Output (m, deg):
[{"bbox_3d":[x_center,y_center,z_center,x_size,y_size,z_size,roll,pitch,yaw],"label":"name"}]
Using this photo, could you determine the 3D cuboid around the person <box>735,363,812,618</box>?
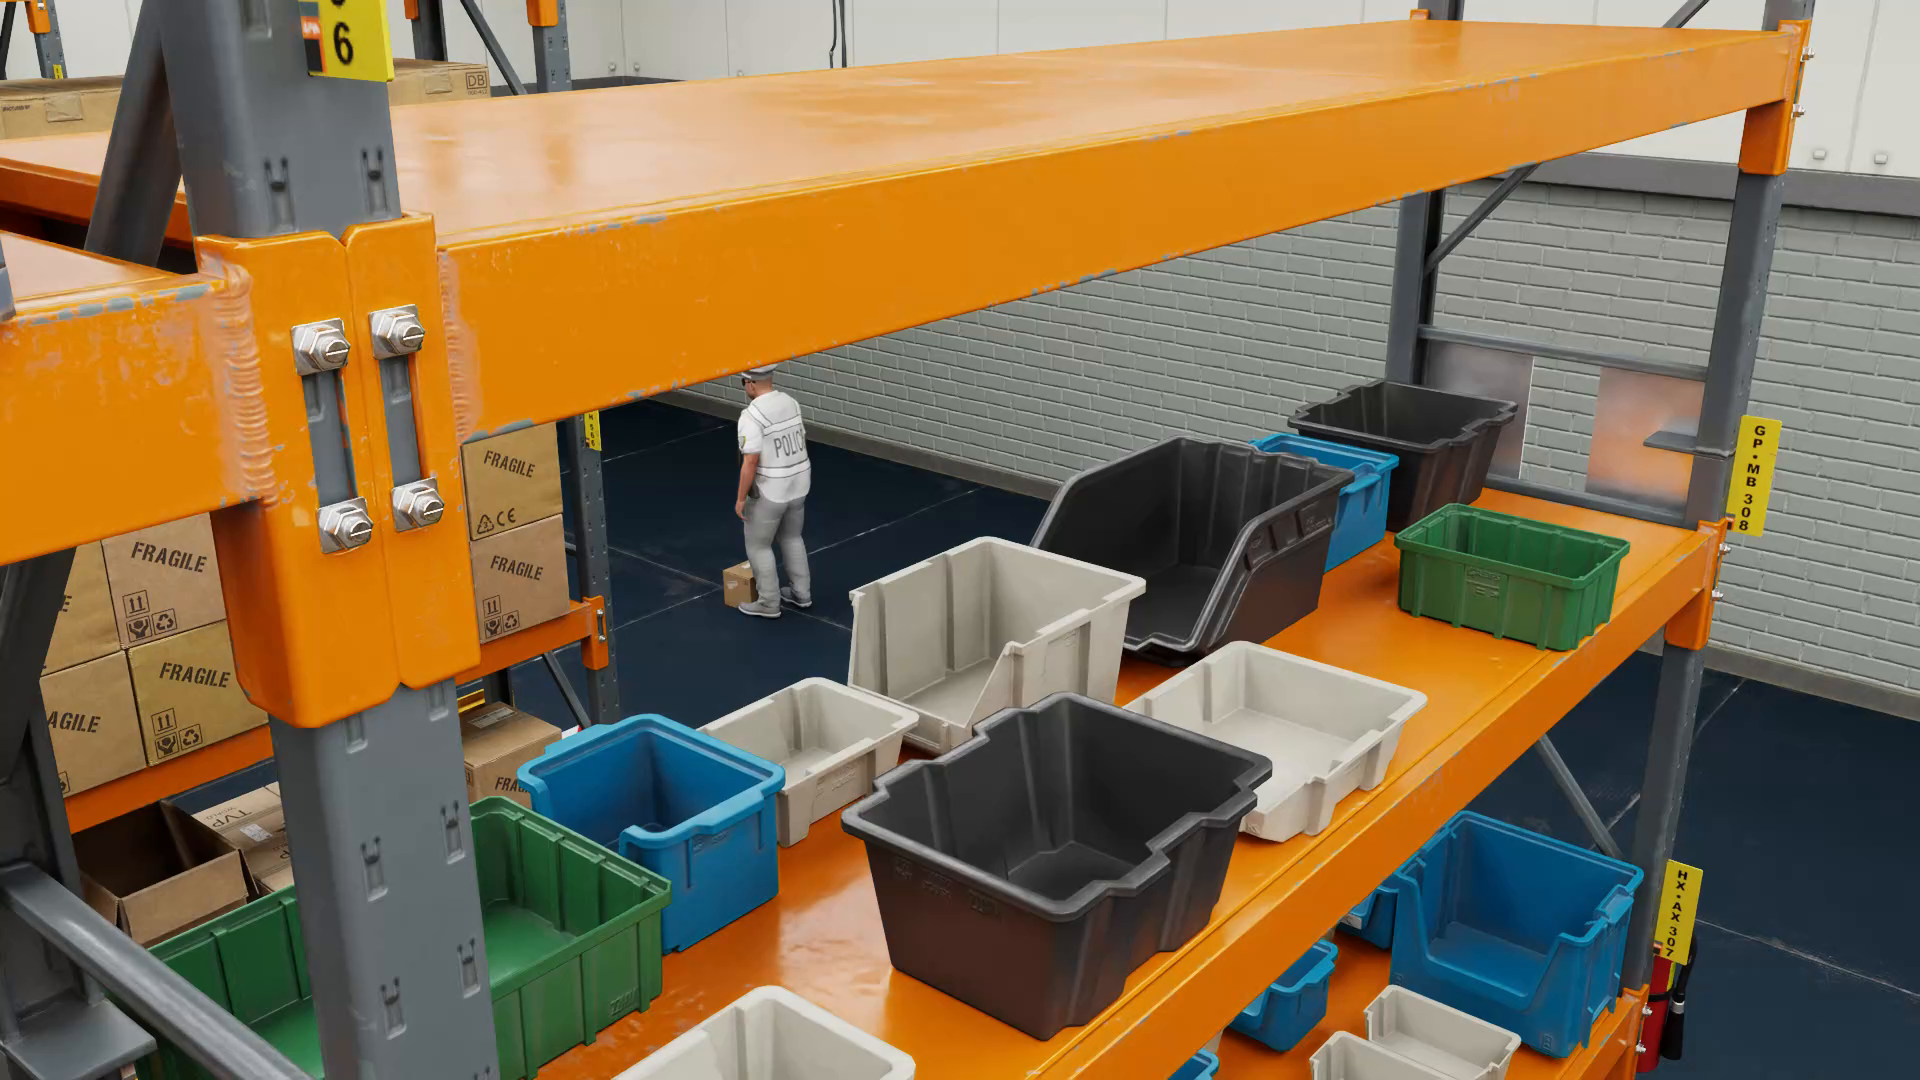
[{"bbox_3d":[-1.239,-0.336,10.981,0.469,1.749,0.602,15,25,34],"label":"person"}]
